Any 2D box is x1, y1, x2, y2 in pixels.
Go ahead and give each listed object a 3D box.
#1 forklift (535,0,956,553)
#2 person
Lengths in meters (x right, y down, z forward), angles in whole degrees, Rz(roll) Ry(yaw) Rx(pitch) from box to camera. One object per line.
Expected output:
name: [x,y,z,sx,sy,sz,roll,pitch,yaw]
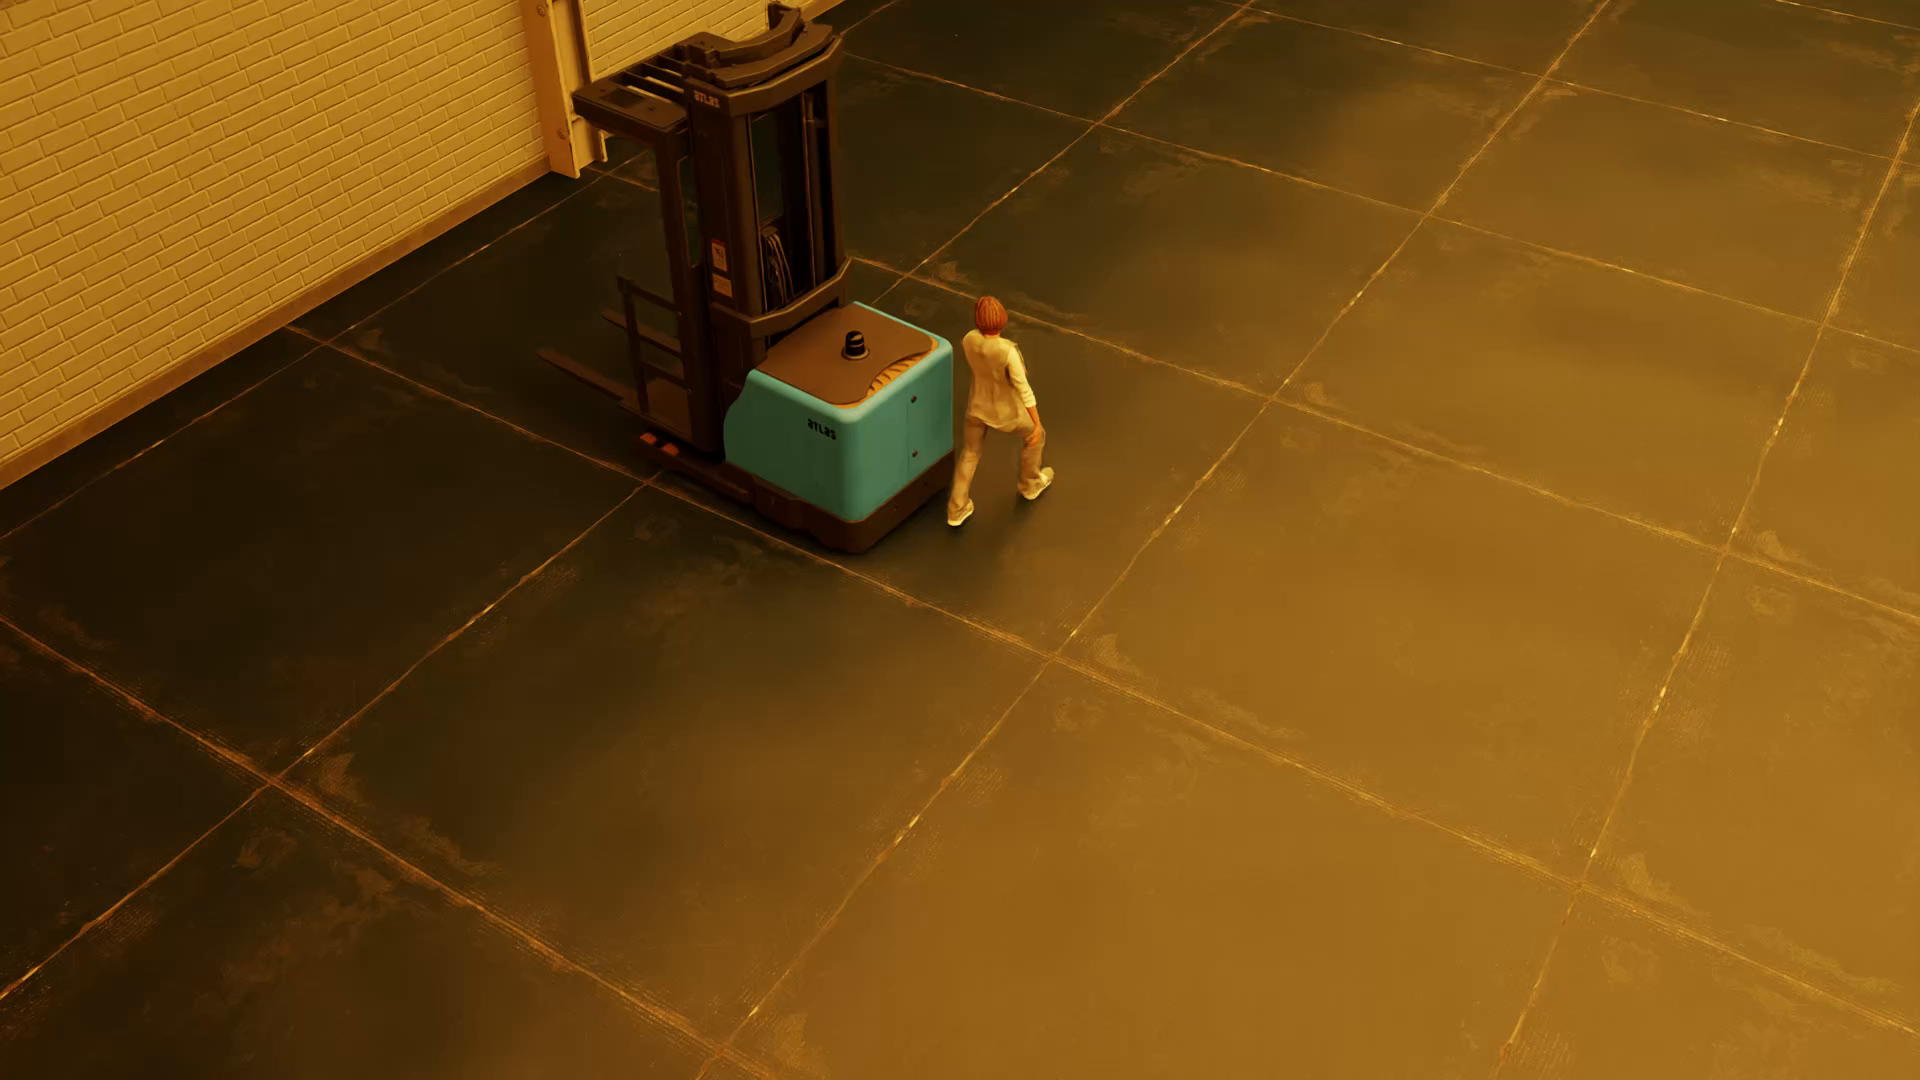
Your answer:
forklift: [-1.509,-1.819,10.114,3.031,2.935,1.130,26,47,27]
person: [0.284,-0.785,9.997,0.545,1.507,0.749,20,44,22]
